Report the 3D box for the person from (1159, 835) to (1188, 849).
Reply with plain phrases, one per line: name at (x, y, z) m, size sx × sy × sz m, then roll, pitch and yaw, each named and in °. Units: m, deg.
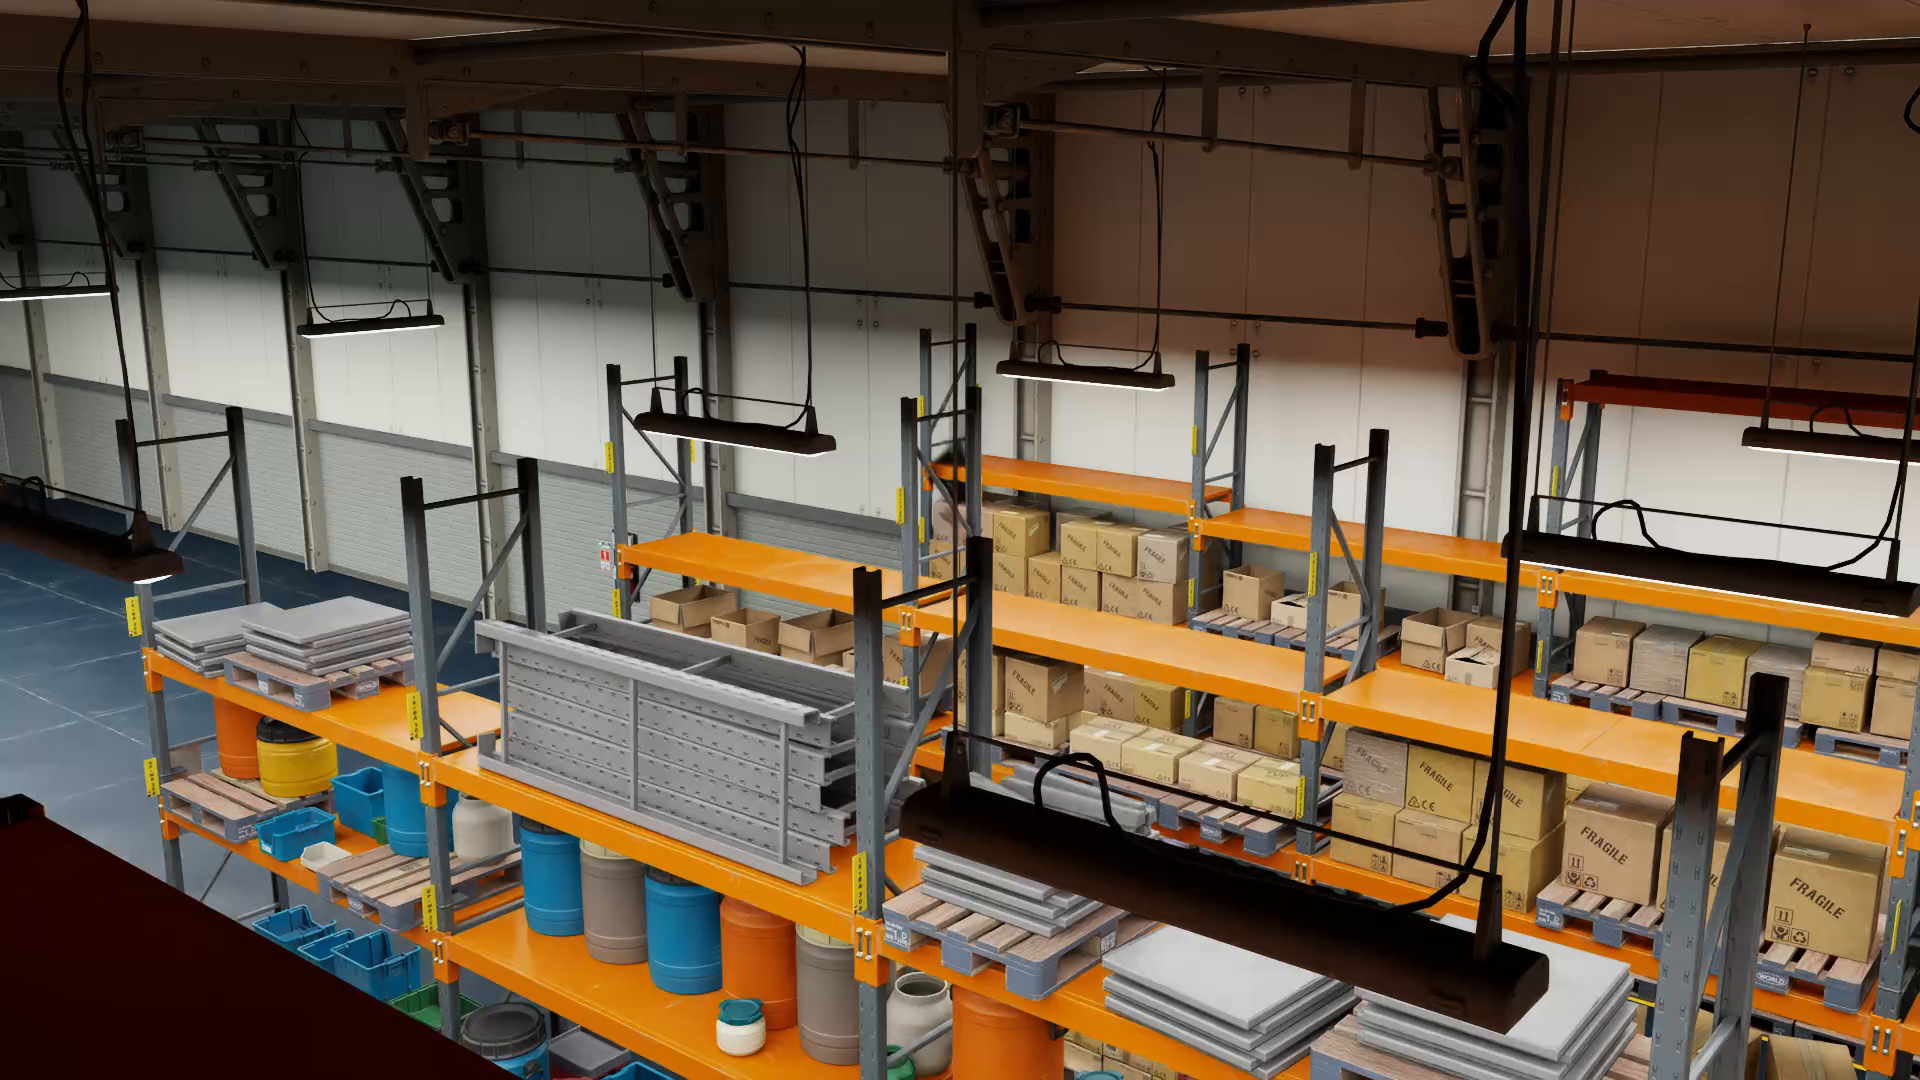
person at (2.167, 3.574, 16.770) m, size 0.883 × 1.684 × 0.611 m, roll 12°, pitch 17°, yaw 42°
